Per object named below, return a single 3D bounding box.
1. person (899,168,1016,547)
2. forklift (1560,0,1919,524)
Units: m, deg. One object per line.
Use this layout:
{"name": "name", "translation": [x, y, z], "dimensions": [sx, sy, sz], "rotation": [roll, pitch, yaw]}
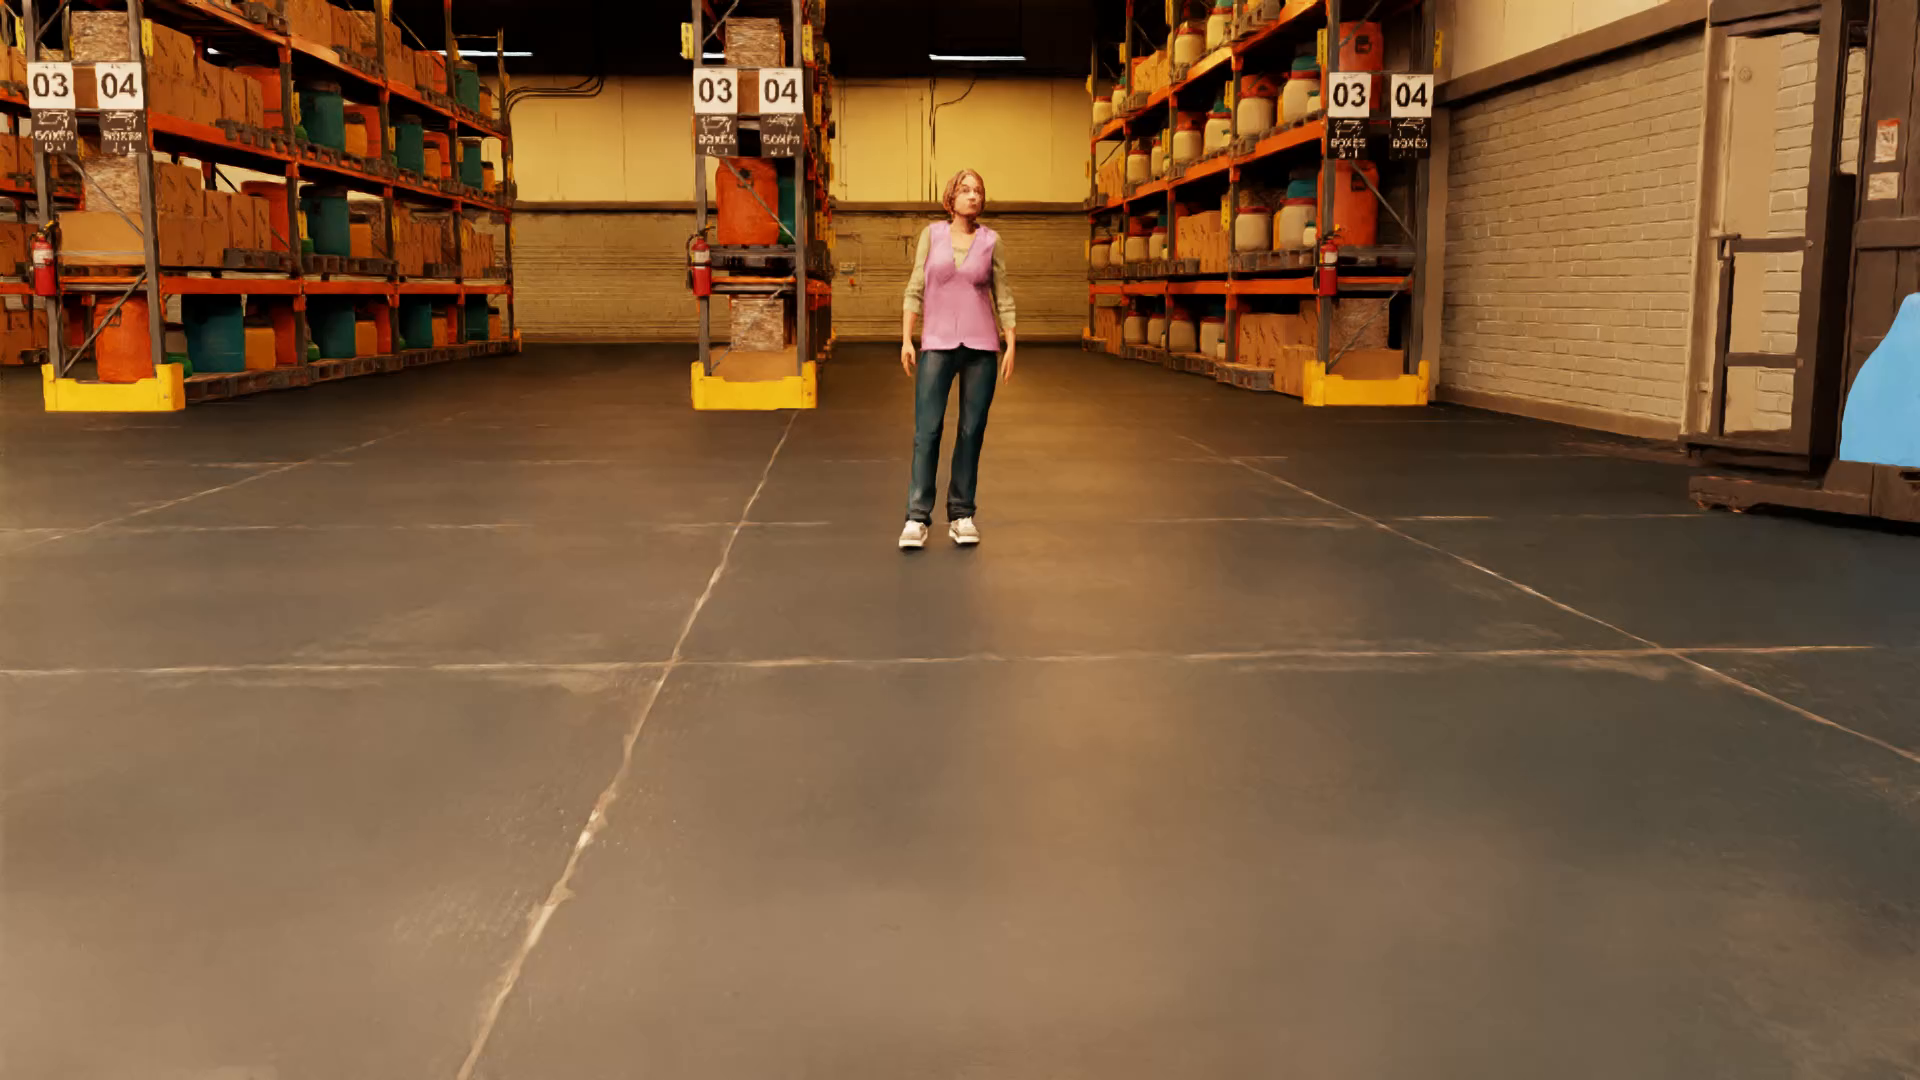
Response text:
{"name": "person", "translation": [-0.009, -0.786, 7.118], "dimensions": [0.520, 1.597, 0.474], "rotation": [-1, 8, -4]}
{"name": "forklift", "translation": [4.357, -1.605, 8.141], "dimensions": [1.130, 2.935, 3.031], "rotation": [-4, 9, -23]}
